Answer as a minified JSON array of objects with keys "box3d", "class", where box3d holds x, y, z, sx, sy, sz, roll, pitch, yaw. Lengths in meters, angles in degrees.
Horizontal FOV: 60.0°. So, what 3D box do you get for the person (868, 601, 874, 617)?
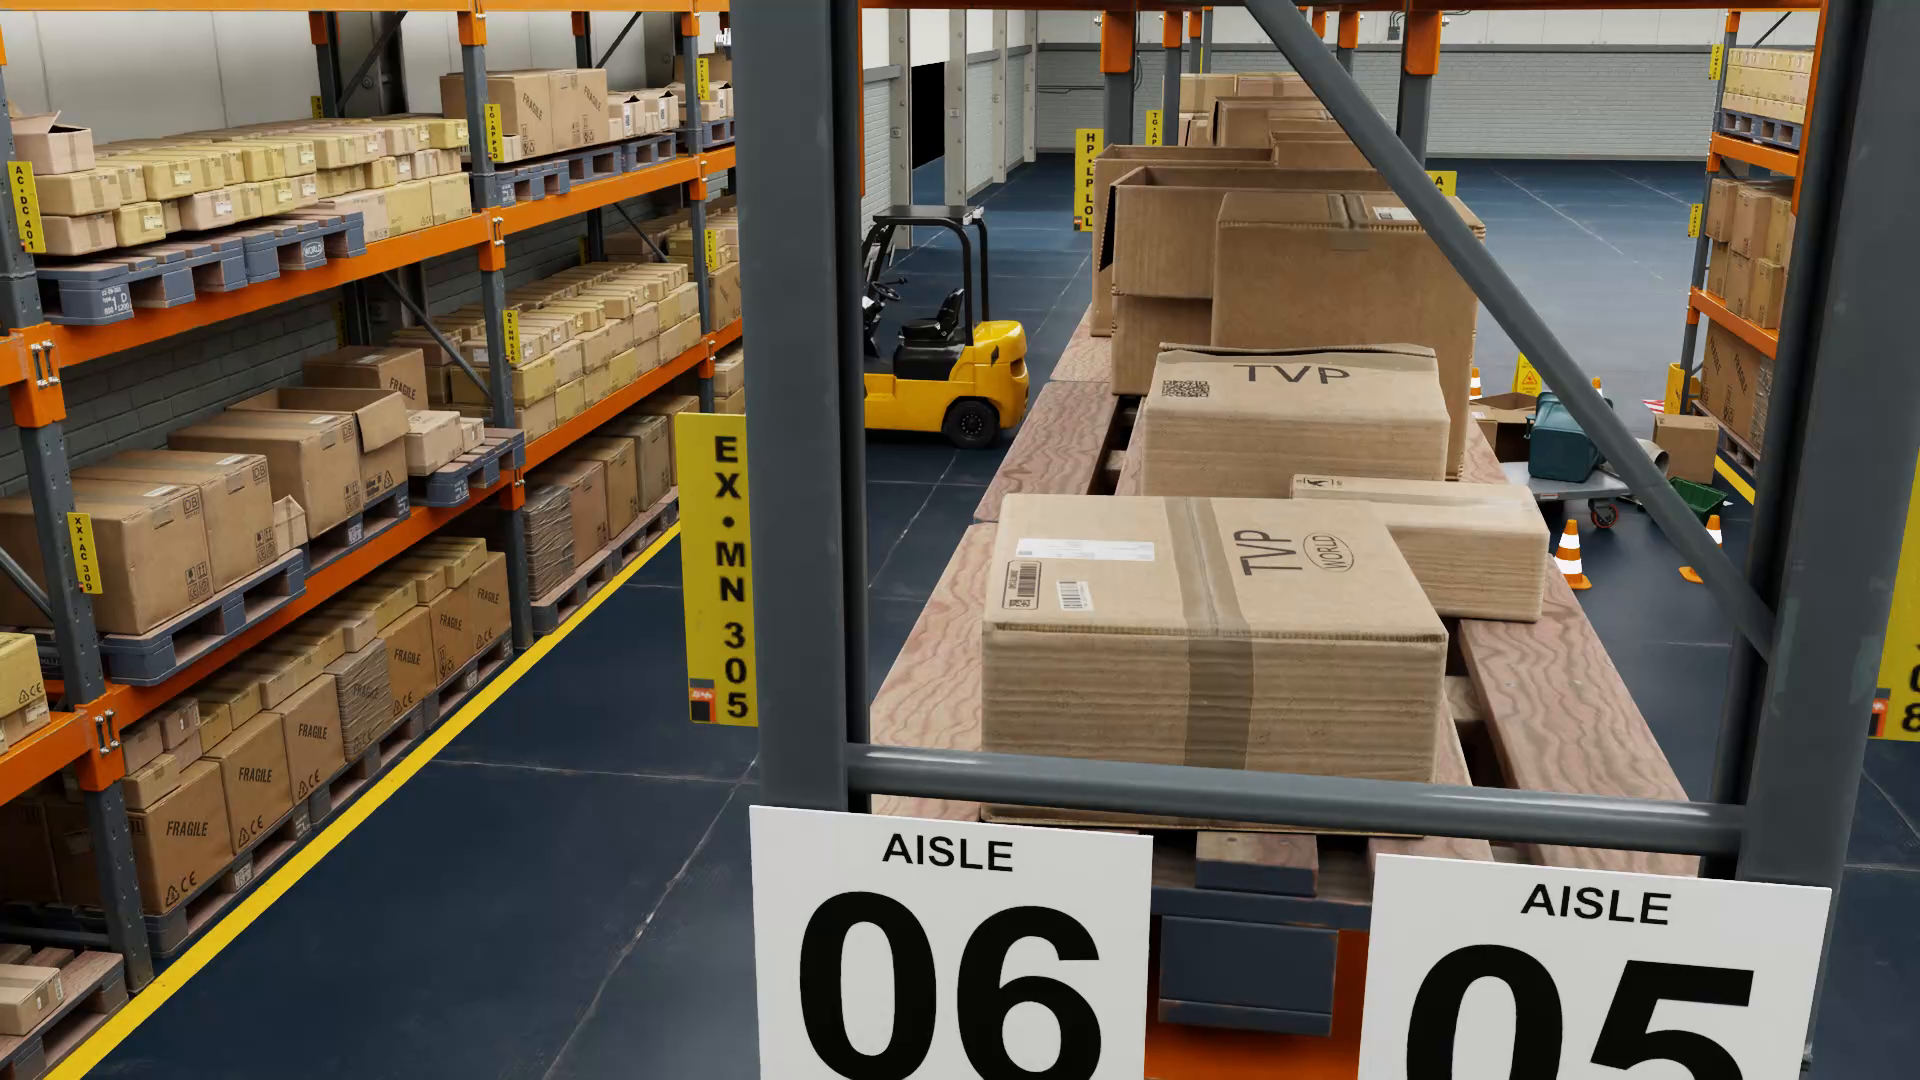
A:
[{"box3d":[-0.882,-0.308,11.038,0.552,1.780,0.536,3,18,9],"class":"person"}]
